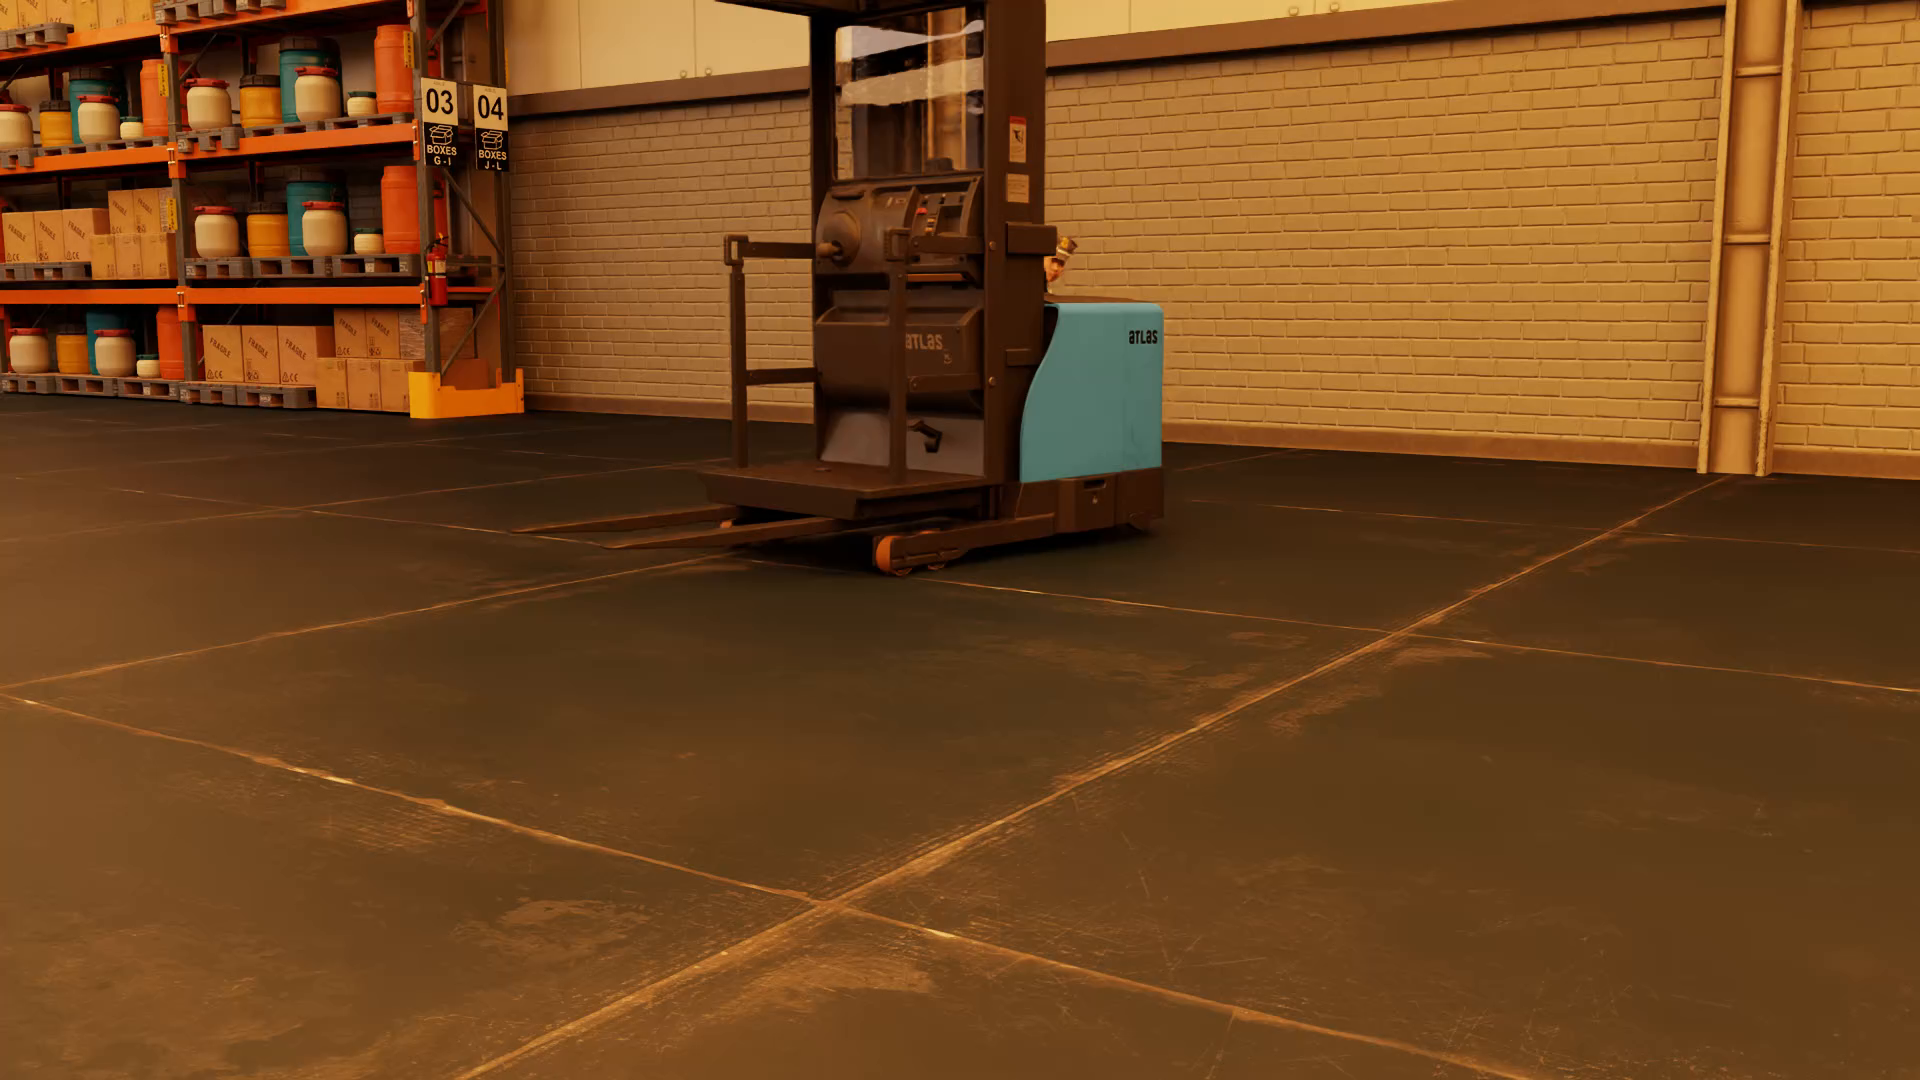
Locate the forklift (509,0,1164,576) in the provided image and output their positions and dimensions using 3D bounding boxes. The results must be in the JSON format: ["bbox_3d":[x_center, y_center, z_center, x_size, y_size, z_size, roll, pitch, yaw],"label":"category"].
[{"bbox_3d":[-0.419,-1.389,6.957,1.130,2.935,3.031,8,11,43],"label":"forklift"}]

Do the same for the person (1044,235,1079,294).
[{"bbox_3d":[0.527,-0.922,9.006,0.976,1.461,0.885,-4,9,-24],"label":"person"}]
